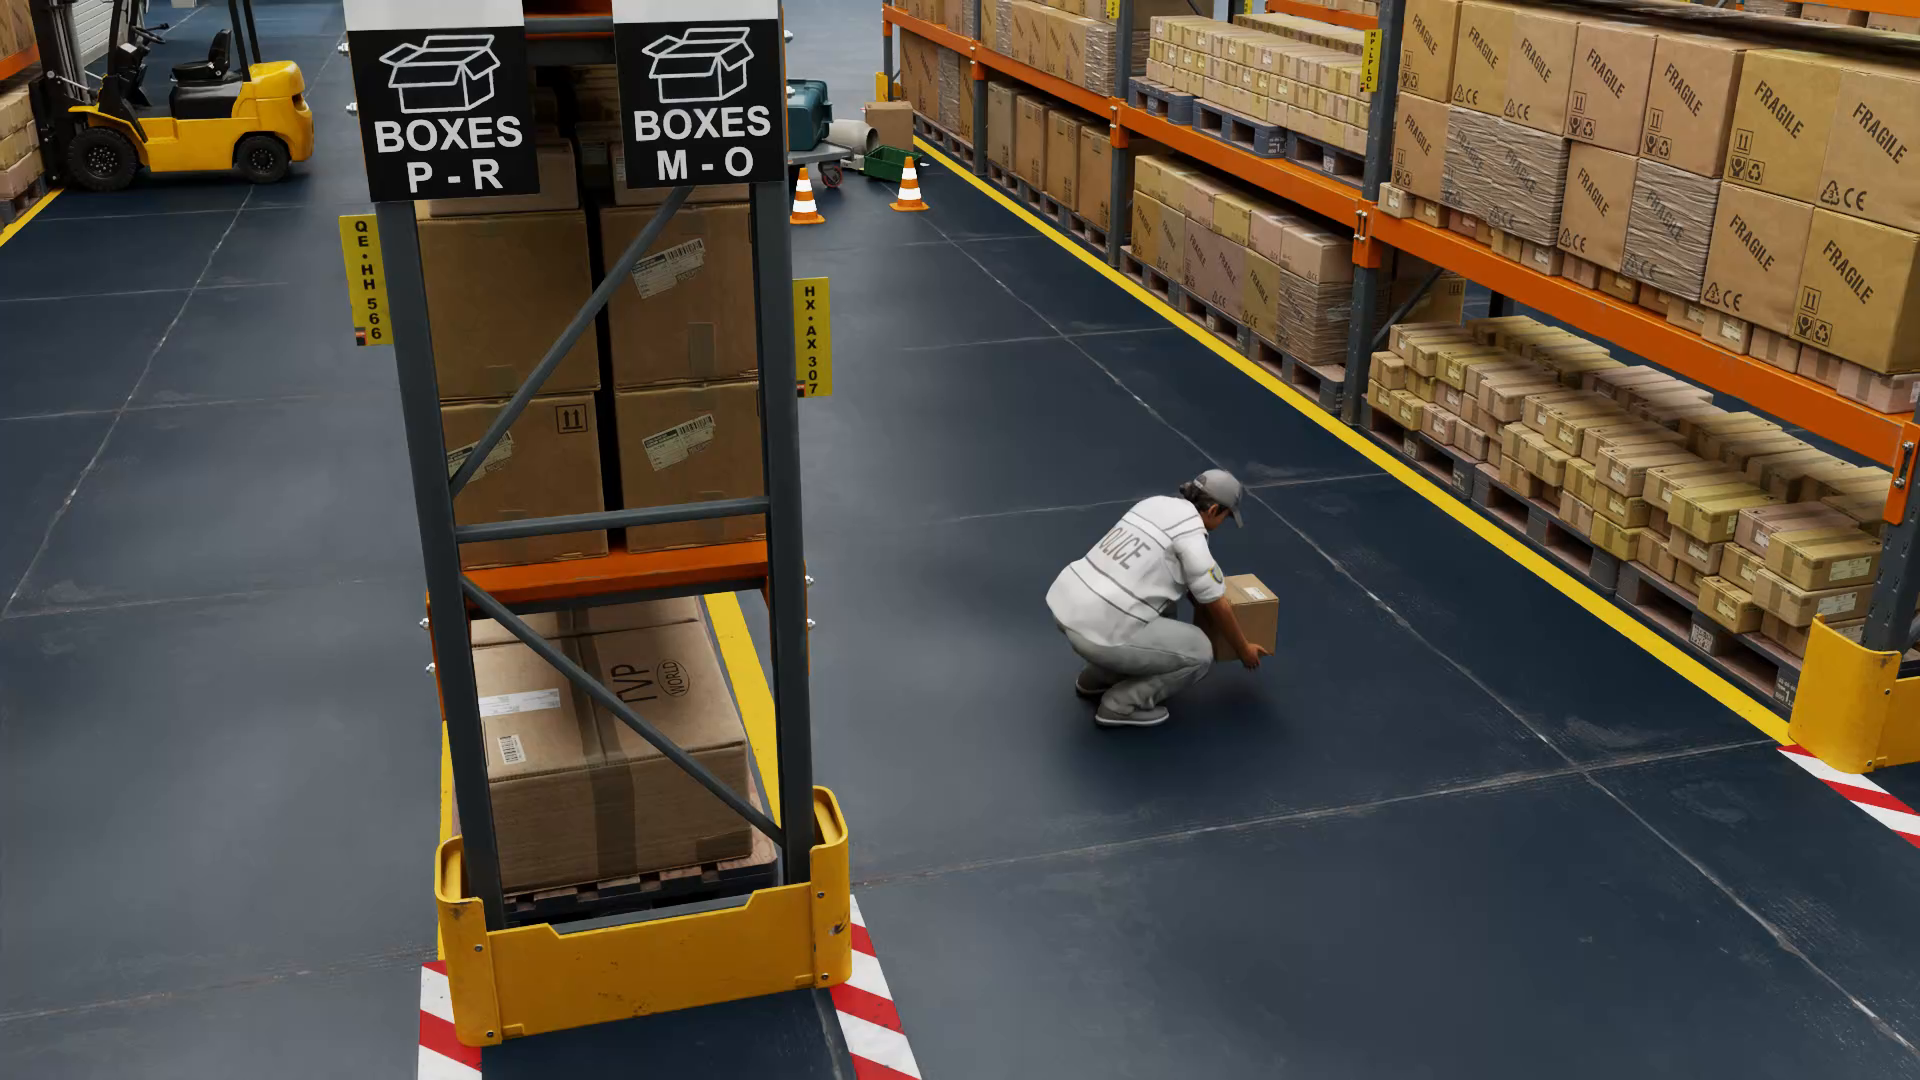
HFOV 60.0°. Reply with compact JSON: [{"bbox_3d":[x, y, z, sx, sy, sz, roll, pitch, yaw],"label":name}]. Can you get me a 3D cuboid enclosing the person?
[{"bbox_3d":[0.768,0.215,6.523,0.860,0.952,0.519,-7,24,-15],"label":"person"}]
